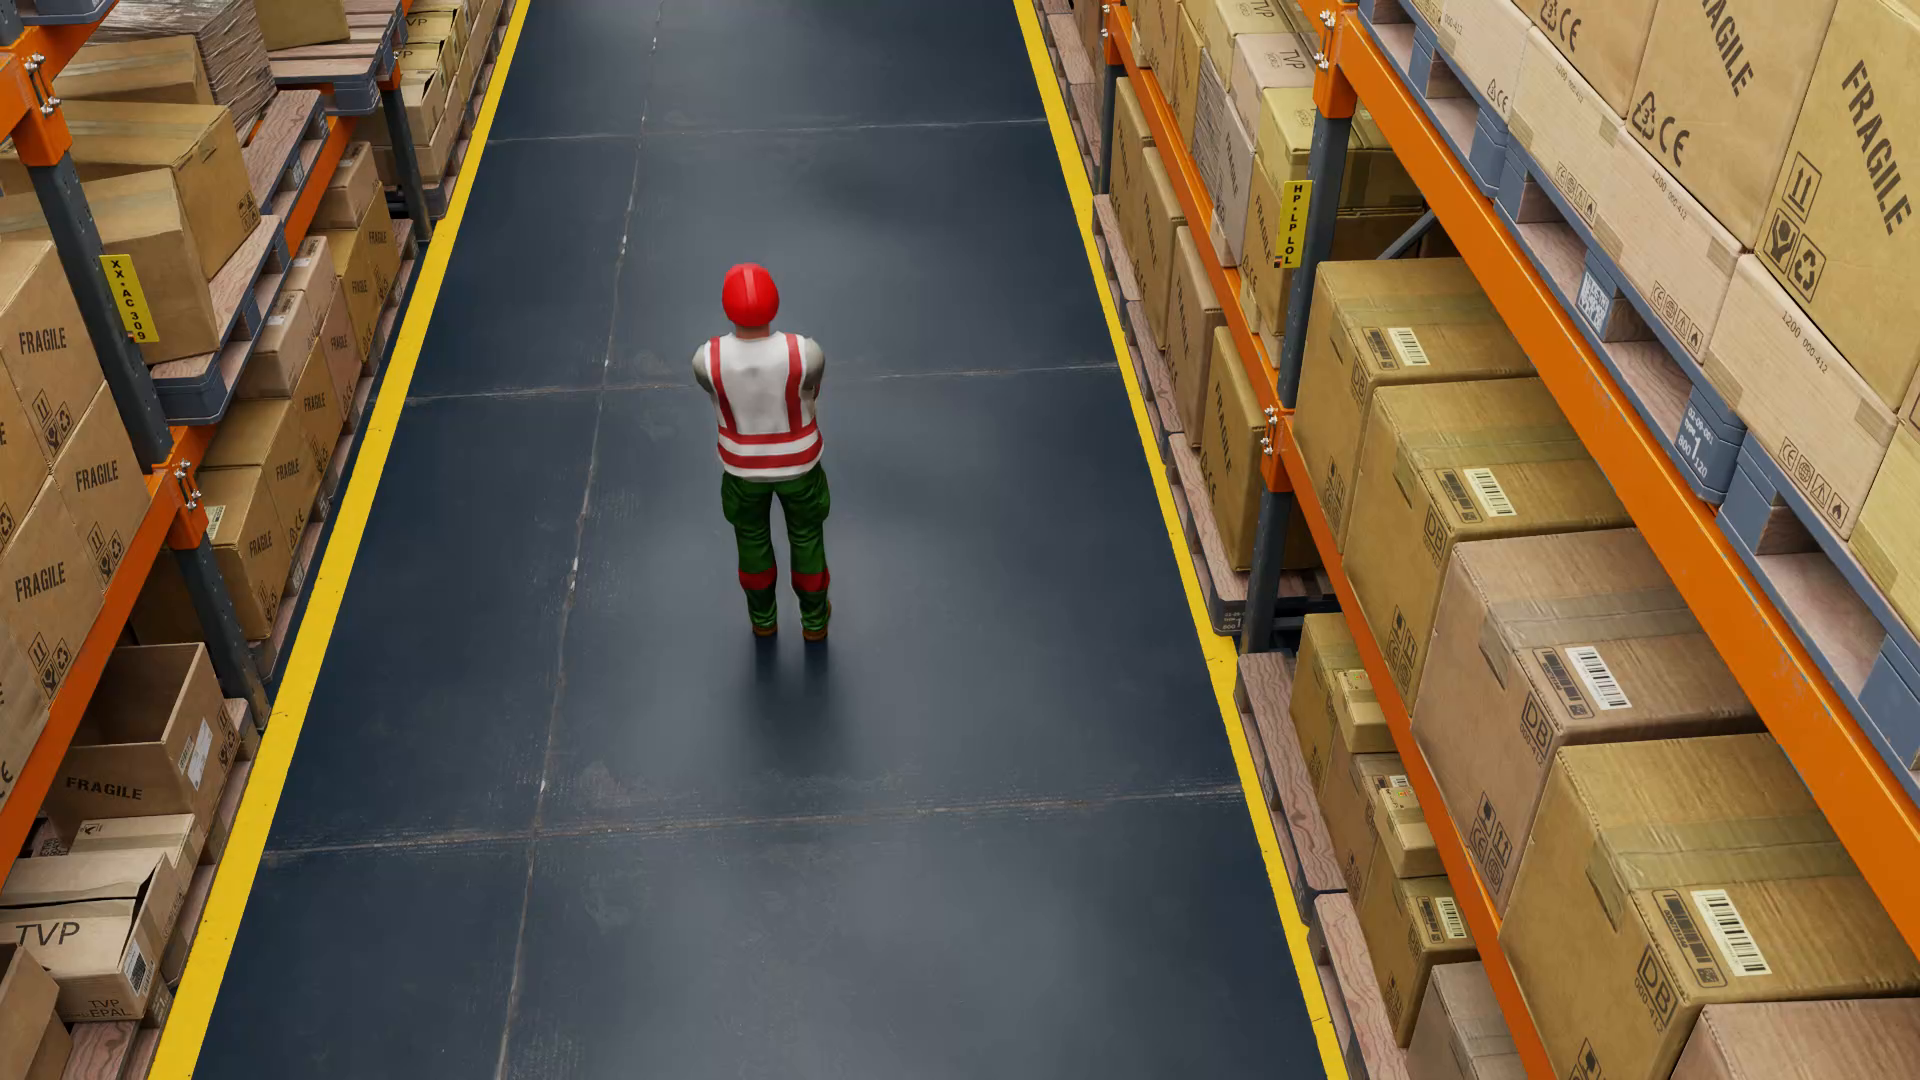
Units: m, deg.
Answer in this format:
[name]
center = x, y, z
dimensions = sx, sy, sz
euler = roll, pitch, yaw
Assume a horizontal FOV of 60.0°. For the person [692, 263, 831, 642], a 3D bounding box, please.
[person]
center = -0.760, -0.373, 6.604
dimensions = 0.493, 1.782, 0.564
euler = -3, 39, -4
